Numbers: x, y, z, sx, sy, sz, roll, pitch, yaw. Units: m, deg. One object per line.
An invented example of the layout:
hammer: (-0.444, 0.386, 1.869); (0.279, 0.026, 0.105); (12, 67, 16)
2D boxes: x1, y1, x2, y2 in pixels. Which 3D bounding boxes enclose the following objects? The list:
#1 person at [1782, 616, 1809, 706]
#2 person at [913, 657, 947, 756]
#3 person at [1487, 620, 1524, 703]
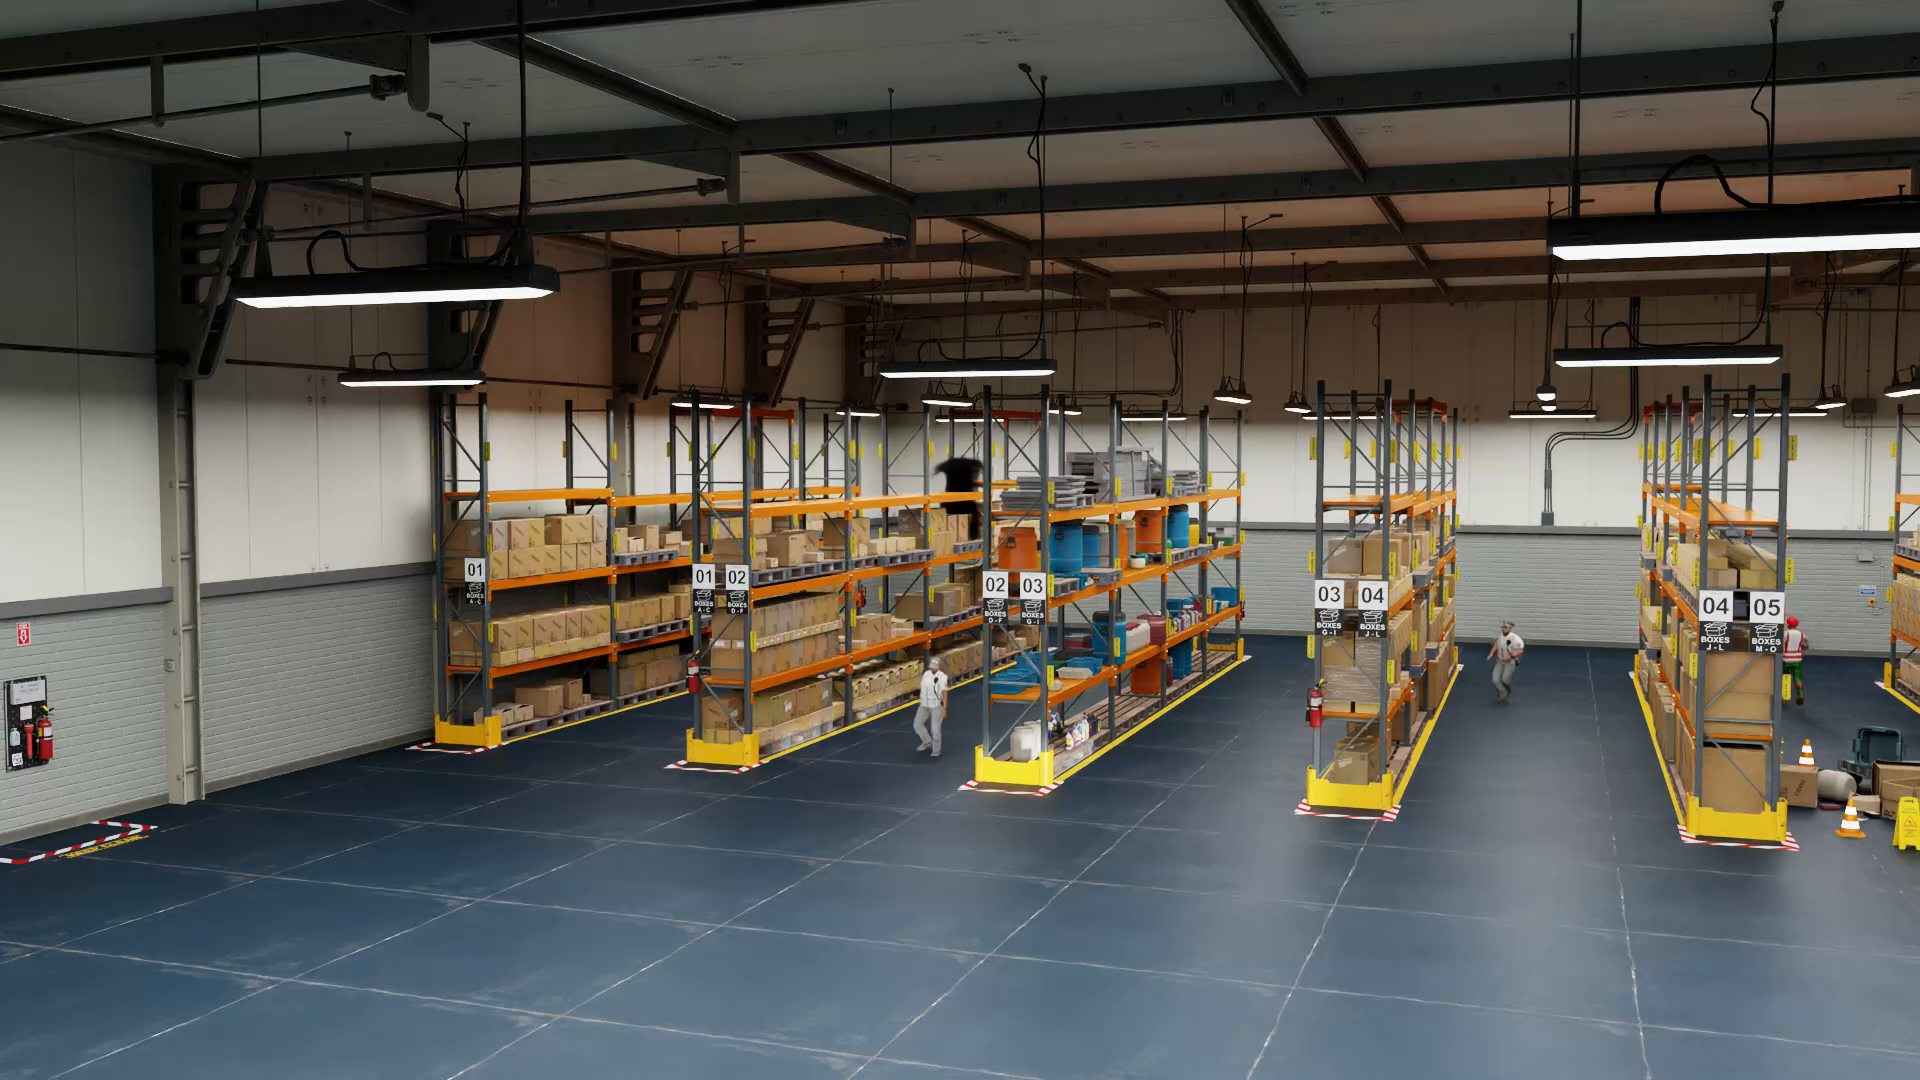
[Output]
person: (16.197, 2.363, 32.402); (0.655, 1.765, 1.000); (1, 3, 12)
person: (-0.480, 2.724, 27.267); (0.640, 1.636, 0.495); (2, 3, 29)
person: (10.895, 2.423, 33.095); (0.552, 1.689, 0.743); (-3, 4, -44)
